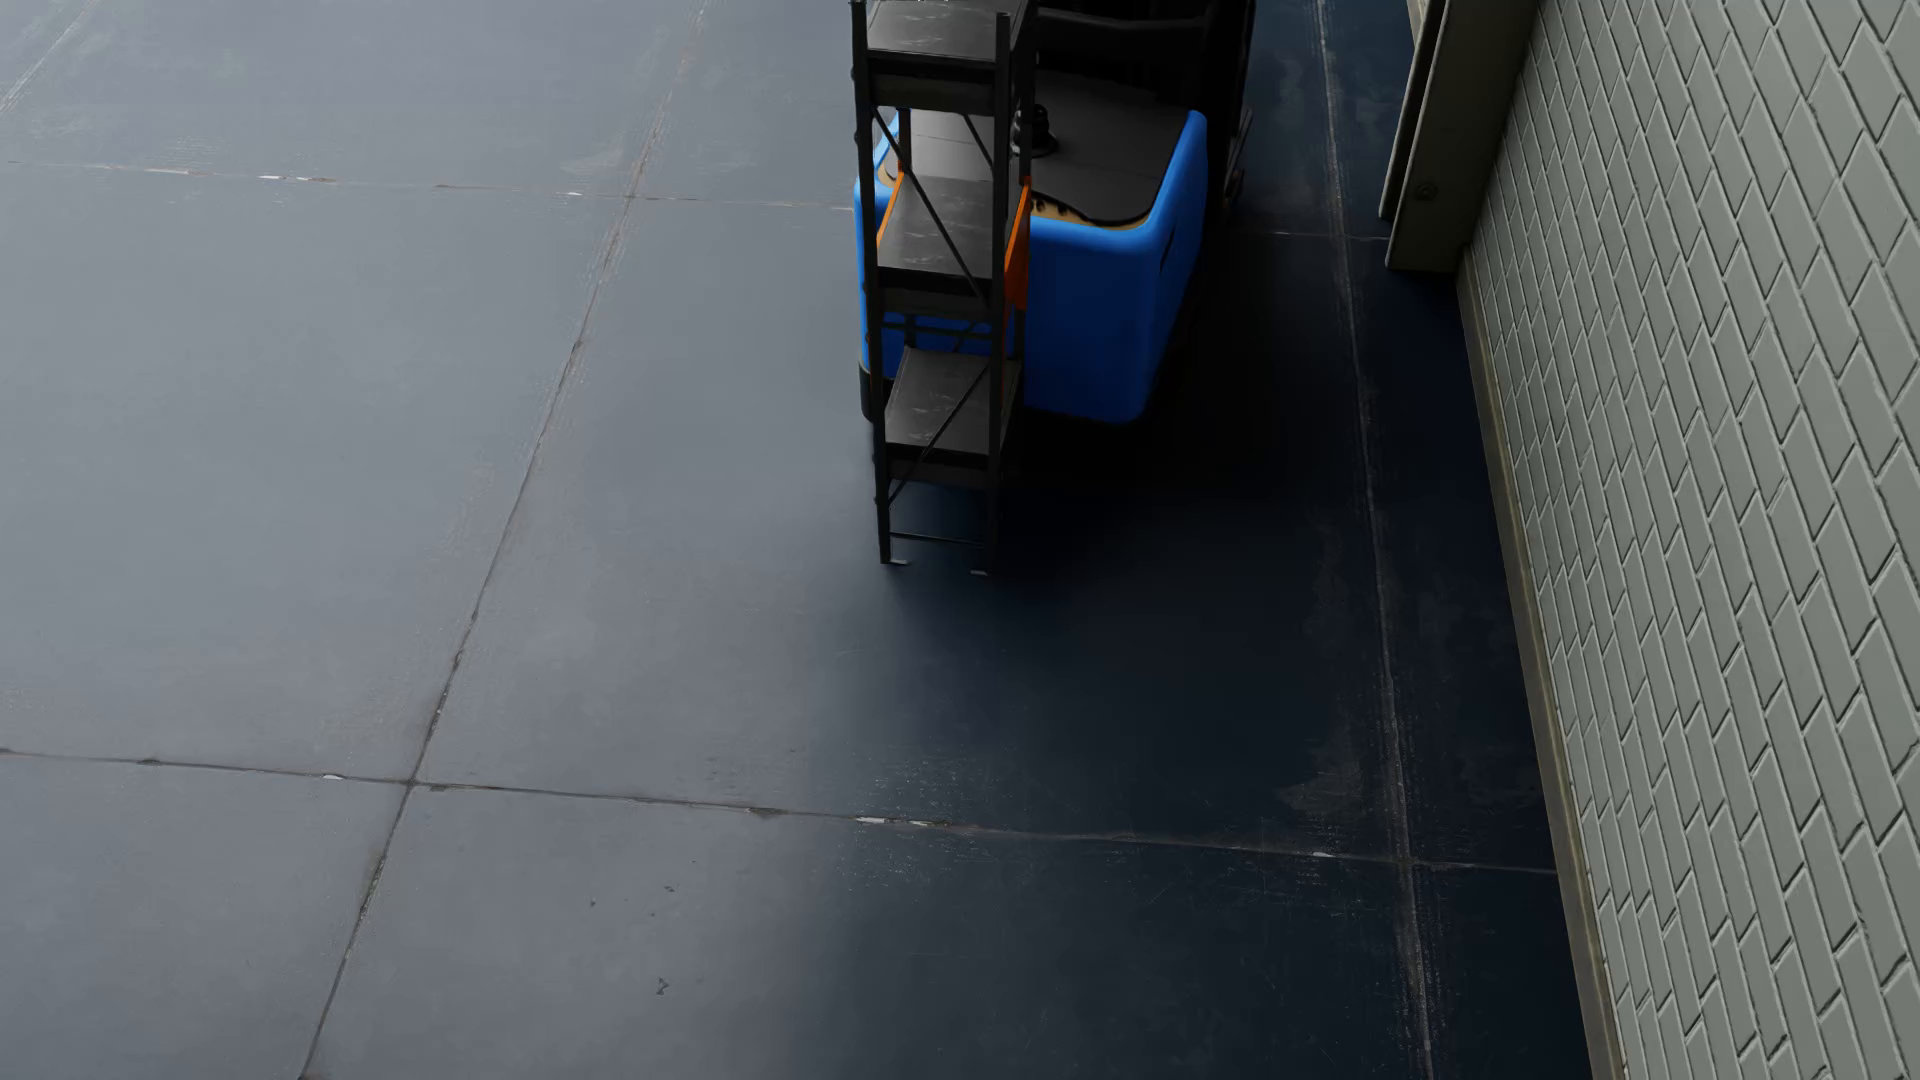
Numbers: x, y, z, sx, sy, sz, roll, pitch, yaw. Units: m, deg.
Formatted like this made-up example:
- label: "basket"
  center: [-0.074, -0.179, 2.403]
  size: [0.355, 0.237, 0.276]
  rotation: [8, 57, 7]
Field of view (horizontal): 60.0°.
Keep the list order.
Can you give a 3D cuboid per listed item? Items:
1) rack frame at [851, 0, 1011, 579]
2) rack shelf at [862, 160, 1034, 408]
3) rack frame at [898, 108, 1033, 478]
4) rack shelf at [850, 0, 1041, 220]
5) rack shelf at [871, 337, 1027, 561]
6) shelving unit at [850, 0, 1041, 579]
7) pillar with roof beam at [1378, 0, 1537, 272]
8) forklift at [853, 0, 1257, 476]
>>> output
- label: "rack frame"
  center: [-0.073, -0.609, 4.884]
  size: [0.400, 2.100, 0.015]
  rotation: [8, 48, 7]
- label: "rack shelf"
  center: [-0.029, -0.777, 5.056]
  size: [0.431, 0.518, 0.480]
  rotation: [8, 48, 7]
- label: "rack frame"
  center: [0.015, -0.963, 5.208]
  size: [0.400, 2.100, 0.015]
  rotation: [8, 48, 7]
- label: "rack shelf"
  center: [-0.029, -1.250, 4.540]
  size: [0.431, 0.518, 0.480]
  rotation: [8, 48, 7]
- label: "rack shelf"
  center: [-0.029, -0.305, 5.573]
  size: [0.431, 0.518, 0.480]
  rotation: [8, 48, 7]
- label: "shelving unit"
  center: [-0.029, -0.786, 5.046]
  size: [0.431, 2.100, 0.503]
  rotation: [8, 48, 7]
- label: "pillar with roof beam"
  center: [-2.383, -4.566, 3.828]
  size: [9.100, 9.000, 0.400]
  rotation: [4, 48, 4]
- label: "forklift"
  center: [0.563, -2.326, 5.891]
  size: [1.130, 2.935, 3.031]
  rotation: [13, 49, 12]
